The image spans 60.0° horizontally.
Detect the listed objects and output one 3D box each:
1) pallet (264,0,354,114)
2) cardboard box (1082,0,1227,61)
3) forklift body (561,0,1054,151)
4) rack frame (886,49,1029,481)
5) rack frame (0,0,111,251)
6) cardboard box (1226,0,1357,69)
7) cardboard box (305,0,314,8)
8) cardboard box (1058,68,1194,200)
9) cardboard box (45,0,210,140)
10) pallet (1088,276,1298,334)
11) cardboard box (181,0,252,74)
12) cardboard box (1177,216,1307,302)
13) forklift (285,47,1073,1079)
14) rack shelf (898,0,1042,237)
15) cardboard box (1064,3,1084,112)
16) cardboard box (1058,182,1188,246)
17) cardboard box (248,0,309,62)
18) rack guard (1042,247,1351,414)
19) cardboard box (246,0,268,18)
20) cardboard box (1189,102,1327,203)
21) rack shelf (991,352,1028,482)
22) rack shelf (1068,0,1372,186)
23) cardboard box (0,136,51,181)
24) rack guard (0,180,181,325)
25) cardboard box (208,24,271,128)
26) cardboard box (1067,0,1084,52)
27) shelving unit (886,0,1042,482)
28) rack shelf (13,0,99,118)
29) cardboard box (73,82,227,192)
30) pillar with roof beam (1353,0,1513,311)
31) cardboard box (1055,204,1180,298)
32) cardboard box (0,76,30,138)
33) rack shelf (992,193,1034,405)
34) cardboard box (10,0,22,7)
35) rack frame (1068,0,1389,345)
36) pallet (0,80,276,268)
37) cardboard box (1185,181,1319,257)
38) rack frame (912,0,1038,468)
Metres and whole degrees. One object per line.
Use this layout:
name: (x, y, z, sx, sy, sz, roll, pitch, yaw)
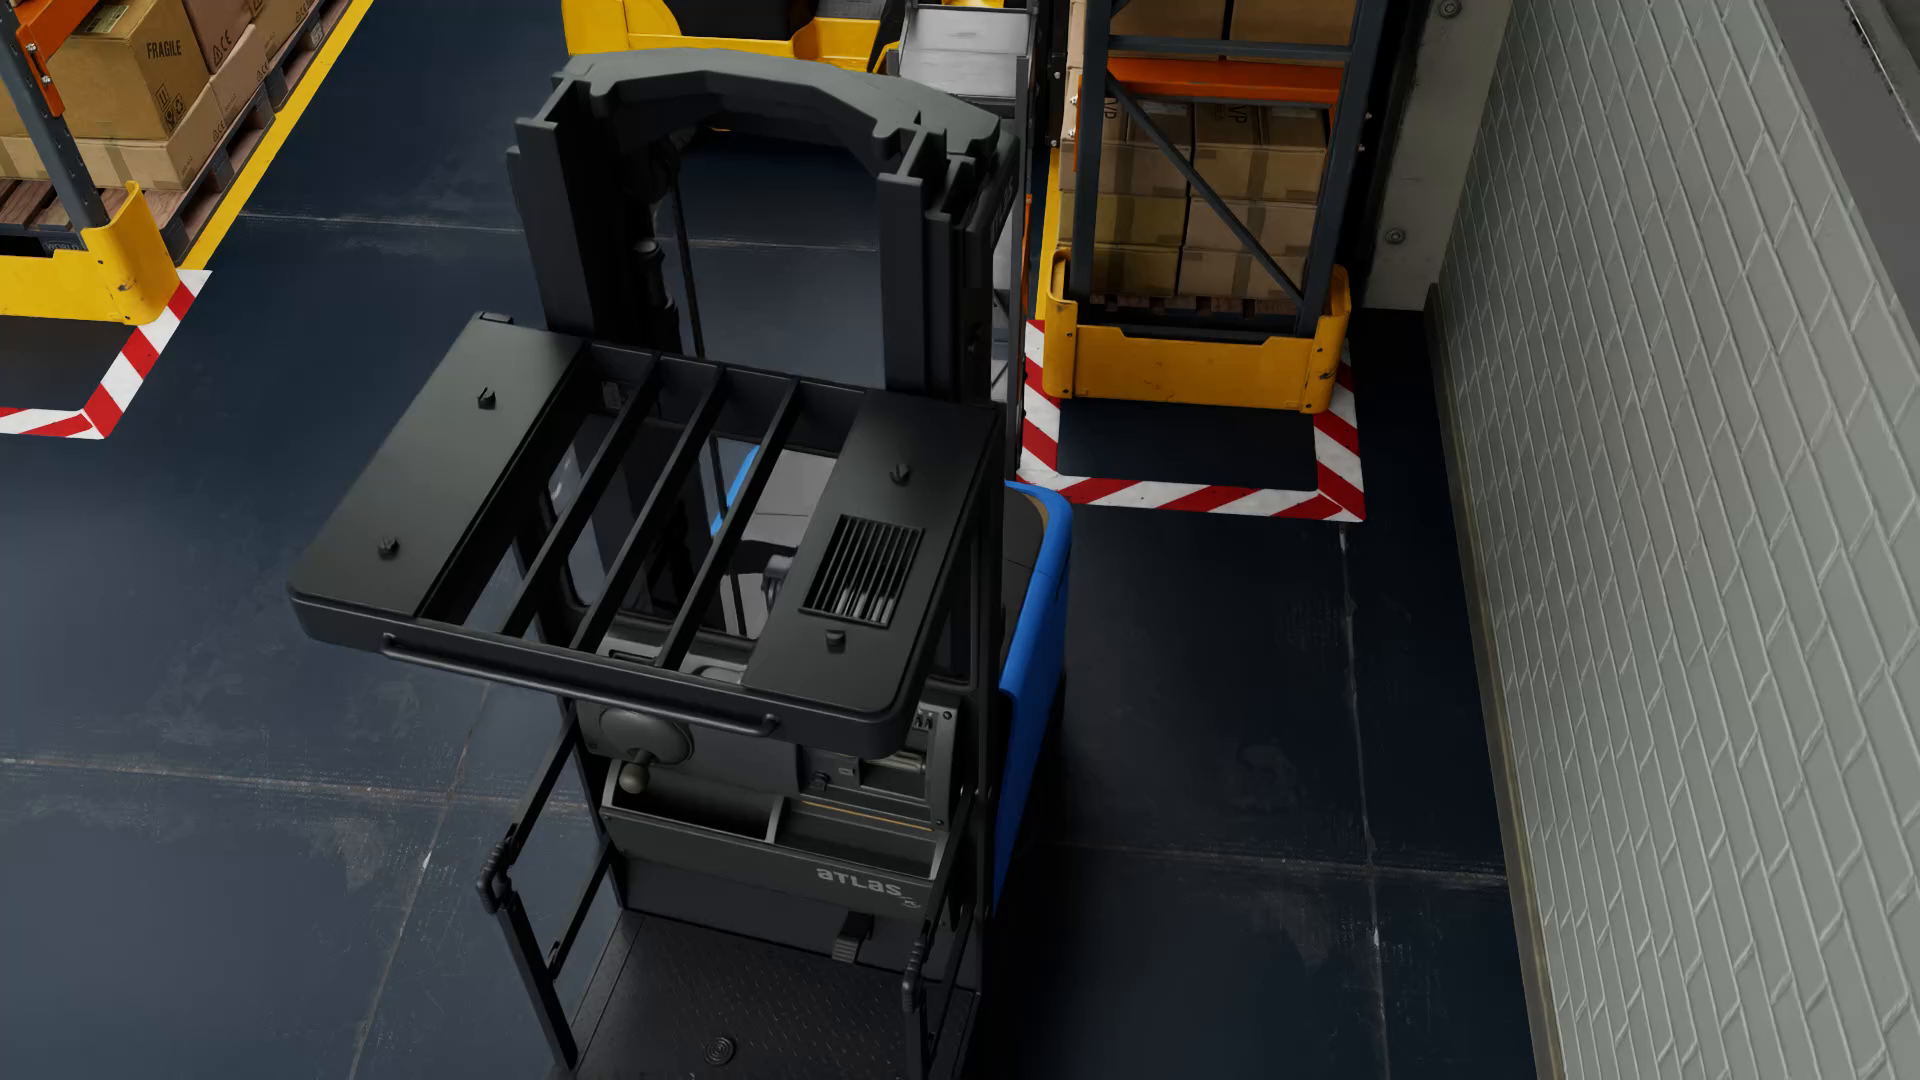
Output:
pallet: (-3.782, -2.636, 8.518, 1.003, 0.211, 1.213, 4, 48, 4)
cardboard box: (0.715, -2.115, 6.084, 0.500, 0.500, 0.500, 3, 48, 3)
forklift body: (-0.712, -2.932, 7.474, 2.313, 2.155, 1.214, 4, 48, 4)
rack frame: (-0.007, -0.651, 5.422, 0.400, 2.100, 0.015, 4, 48, 4)
rack frame: (-4.011, -2.033, 6.077, 1.000, 3.000, 0.127, 4, 48, 4)
cardboard box: (1.254, -2.081, 6.053, 0.500, 0.500, 0.500, 5, 48, 5)
cardboard box: (-3.523, -2.968, 8.511, 0.500, 0.250, 0.500, 5, 48, 4)
cardboard box: (0.663, -1.612, 6.593, 0.500, 0.250, 0.500, 5, 48, 5)
cardboard box: (-3.661, -2.091, 7.201, 0.500, 0.500, 0.500, 2, 48, 2)
pallet: (0.960, -1.326, 7.319, 1.003, 0.211, 1.213, 4, 48, 4)
cardboard box: (-3.618, -2.476, 7.552, 0.500, 0.500, 0.500, 2, 48, 2)
cardboard box: (1.171, -1.263, 6.952, 0.500, 0.250, 0.500, 4, 48, 4)
forklift: (-0.513, 0.556, 3.755, 1.130, 2.935, 3.031, 11, 48, 10)
rack shelf: (0.015, -1.293, 5.080, 0.431, 0.518, 0.480, 4, 48, 4)
cardboard box: (0.704, -1.988, 6.937, 0.500, 0.250, 0.500, 5, 48, 4)
cardboard box: (0.665, -1.463, 6.795, 0.500, 0.250, 0.500, 3, 48, 3)
cardboard box: (-3.571, -2.597, 8.172, 0.500, 0.250, 0.500, 7, 48, 6)
rack guard: (0.930, -0.841, 6.680, 1.175, 0.500, 0.348, 4, 48, 4)
cardboard box: (-3.564, -2.844, 7.889, 0.500, 0.500, 0.500, 5, 48, 4)
cardboard box: (1.164, -1.594, 6.576, 0.500, 0.250, 0.500, 3, 48, 3)
rack shelf: (0.015, -0.349, 6.113, 0.431, 0.518, 0.480, 4, 48, 4)
rack shelf: (1.114, -2.929, 7.383, 1.077, 0.370, 4.000, 4, 48, 4)
cardboard box: (-4.204, -1.876, 7.512, 0.500, 0.250, 0.500, 4, 48, 3)
rack guard: (-4.005, -1.245, 7.050, 1.175, 0.500, 0.348, 4, 48, 4)
cardboard box: (-3.608, -2.195, 7.804, 0.500, 0.250, 0.500, 5, 48, 5)
cardboard box: (0.740, -2.359, 7.276, 0.500, 0.250, 0.500, 4, 48, 4)
shelving unit: (0.015, -0.830, 5.586, 0.431, 2.100, 0.503, 4, 48, 4)
rack shelf: (-3.829, -3.260, 7.686, 1.077, 0.370, 4.000, 4, 48, 4)
cardboard box: (-3.663, -1.821, 7.461, 0.500, 0.250, 0.500, 4, 48, 3)
pillar with roof beam: (-2.394, -4.467, 4.237, 9.100, 9.000, 0.400, 4, 48, 4)
cardboard box: (0.660, -1.282, 6.969, 0.500, 0.250, 0.500, 4, 48, 4)
cardboard box: (-4.198, -2.106, 7.214, 0.500, 0.500, 0.500, 4, 48, 4)
rack shelf: (0.015, -0.821, 5.596, 0.431, 0.518, 0.480, 4, 48, 4)
cardboard box: (-3.774, -2.184, 6.385, 0.380, 0.149, 0.250, 4, 48, 4)
rack frame: (0.932, -1.702, 5.774, 1.000, 3.000, 0.127, 4, 48, 4)
pallet: (-3.895, -1.742, 7.700, 1.003, 0.211, 1.213, 4, 48, 4)
cardboard box: (1.182, -1.416, 6.752, 0.500, 0.250, 0.500, 5, 48, 4)
rack frame: (0.037, -1.010, 5.750, 0.400, 2.100, 0.015, 4, 48, 4)
